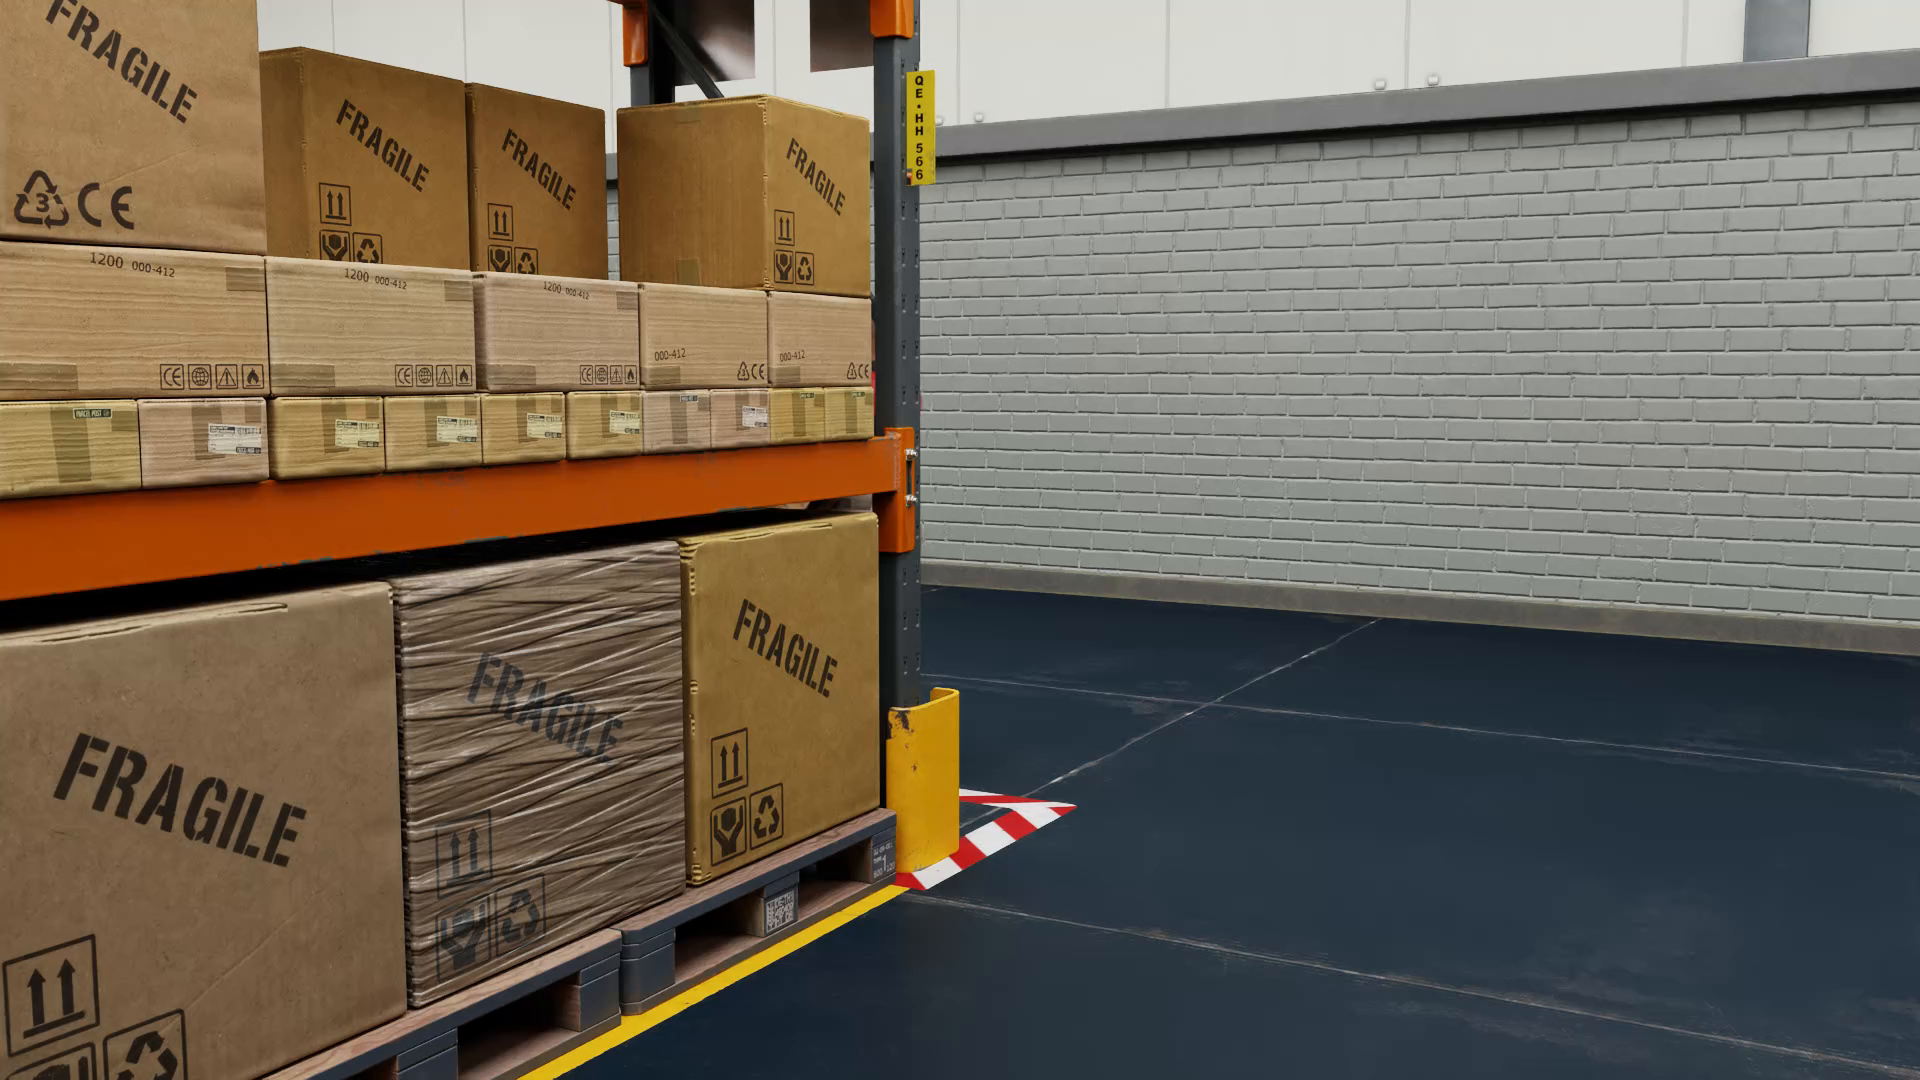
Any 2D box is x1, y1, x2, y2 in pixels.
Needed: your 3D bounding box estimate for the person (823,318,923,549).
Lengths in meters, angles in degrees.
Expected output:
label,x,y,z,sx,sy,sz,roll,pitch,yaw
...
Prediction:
label,x,y,z,sx,sy,sz,roll,pitch,yaw
person,-0.400,-0.018,6.340,0.470,1.733,0.532,2,6,21
